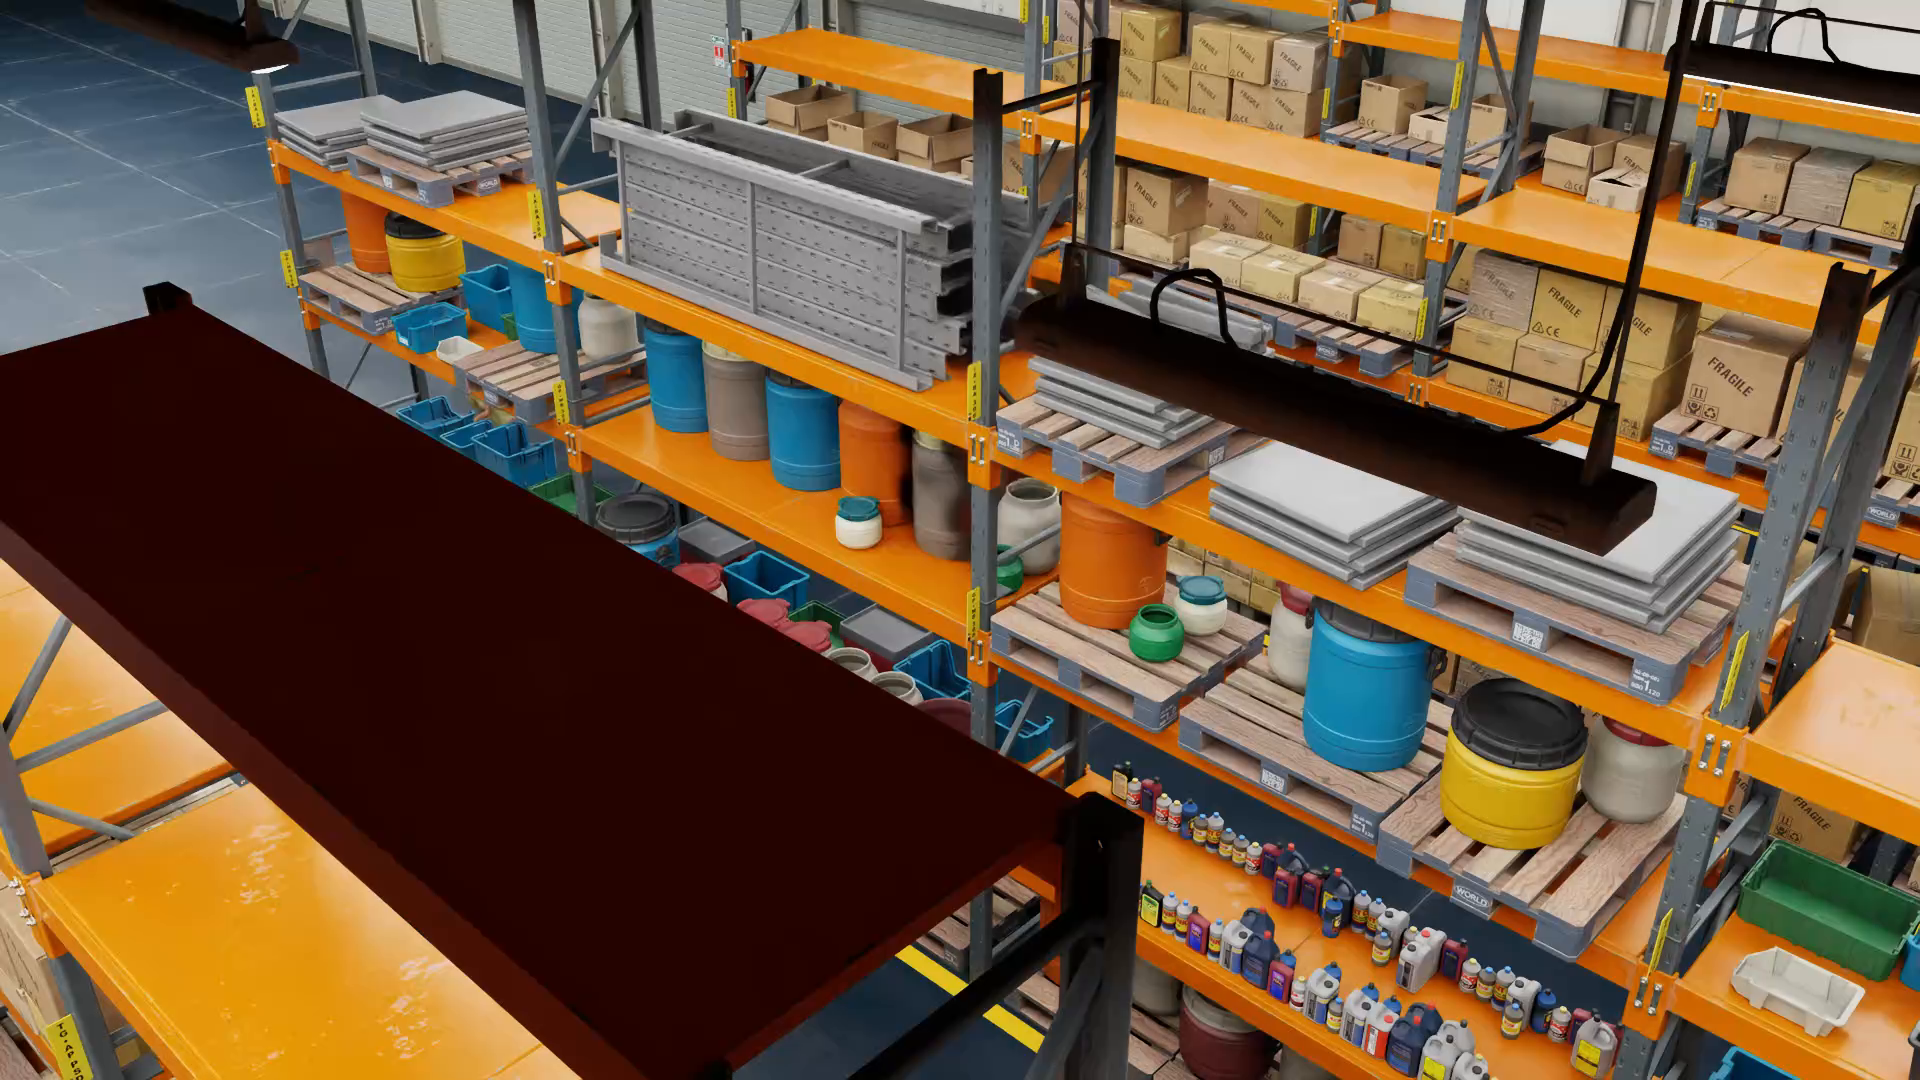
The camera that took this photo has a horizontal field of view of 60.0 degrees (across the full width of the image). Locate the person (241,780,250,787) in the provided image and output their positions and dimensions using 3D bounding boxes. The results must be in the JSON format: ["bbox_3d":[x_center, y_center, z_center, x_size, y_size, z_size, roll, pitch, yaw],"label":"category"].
[{"bbox_3d":[-4.082,2.061,10.371,0.677,1.645,1.083,-20,35,-31],"label":"person"}]

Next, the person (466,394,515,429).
[{"bbox_3d":[-4.722,-1.199,16.876,0.790,1.488,0.600,-13,32,-22],"label":"person"}]
